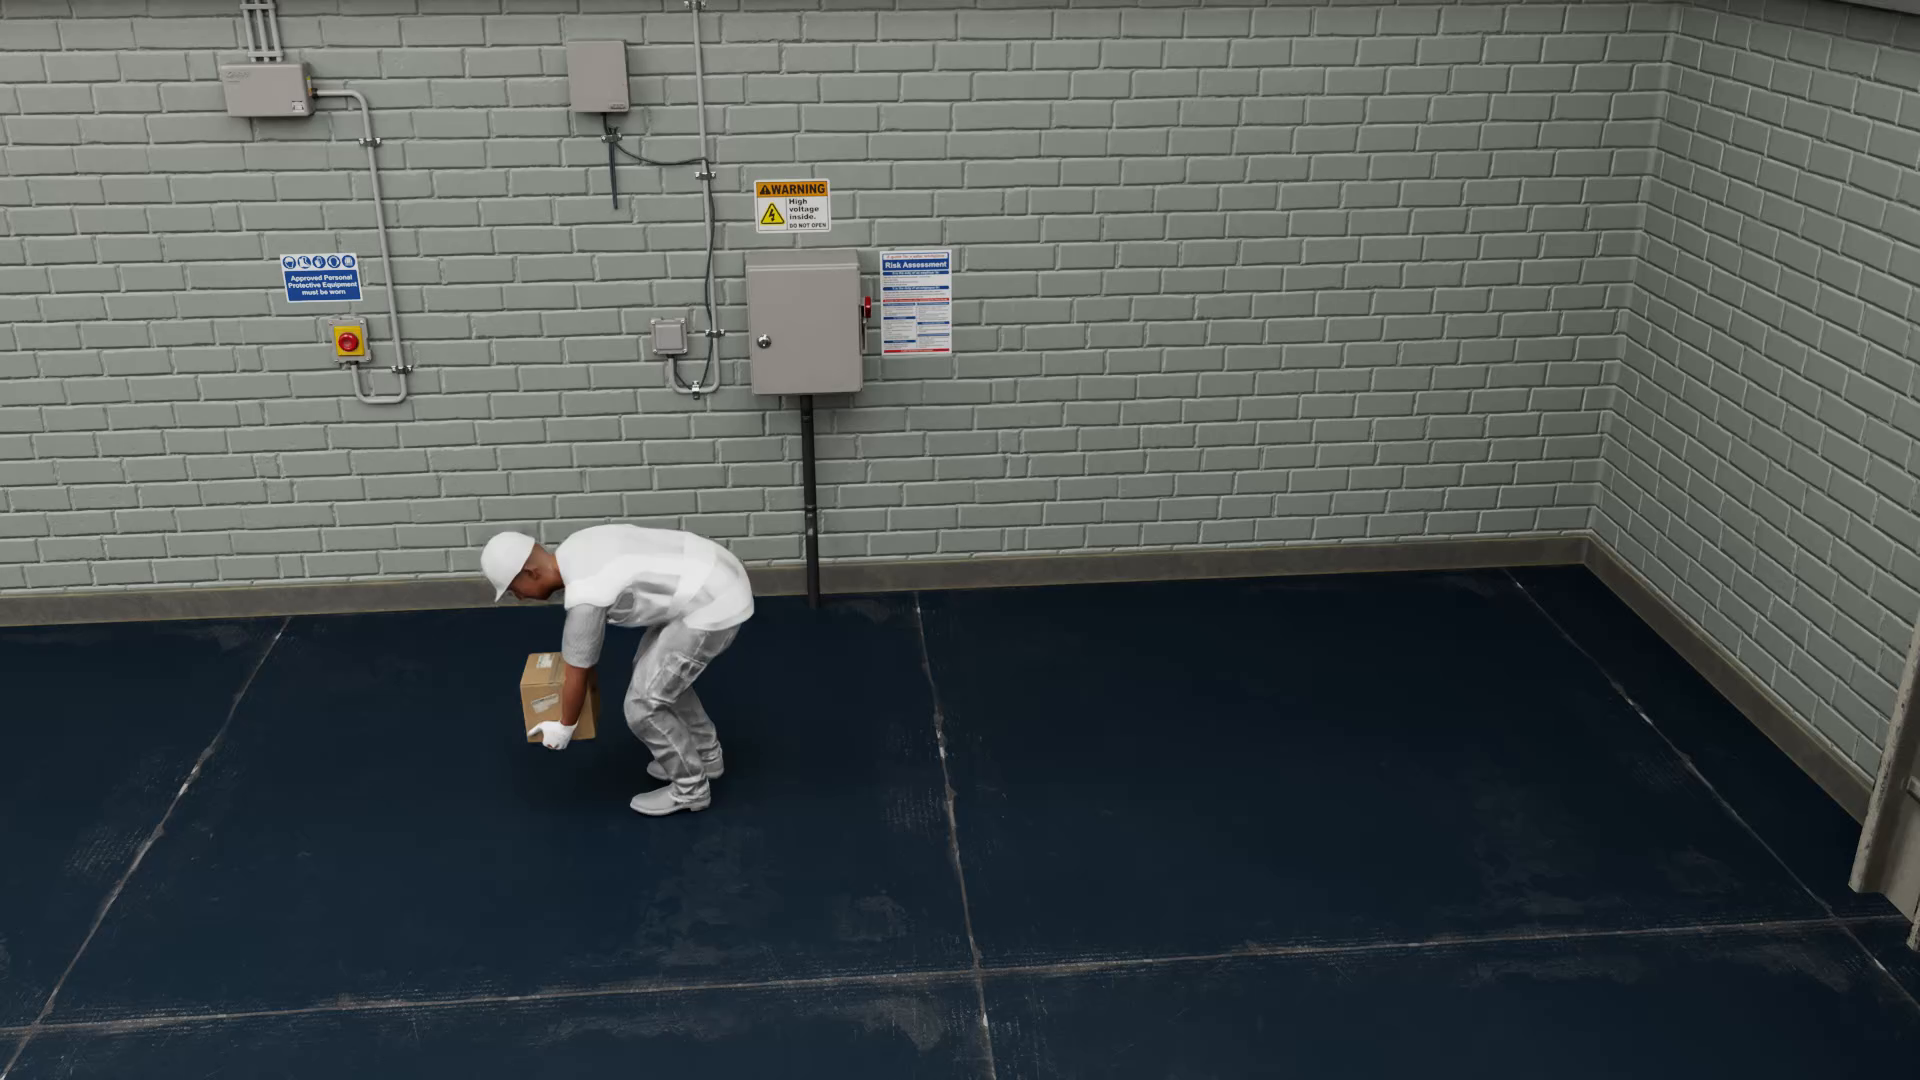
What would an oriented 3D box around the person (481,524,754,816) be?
[{"bbox_3d":[-1.253,0.476,6.273,0.970,1.147,0.528,-3,24,-8],"label":"person"}]
